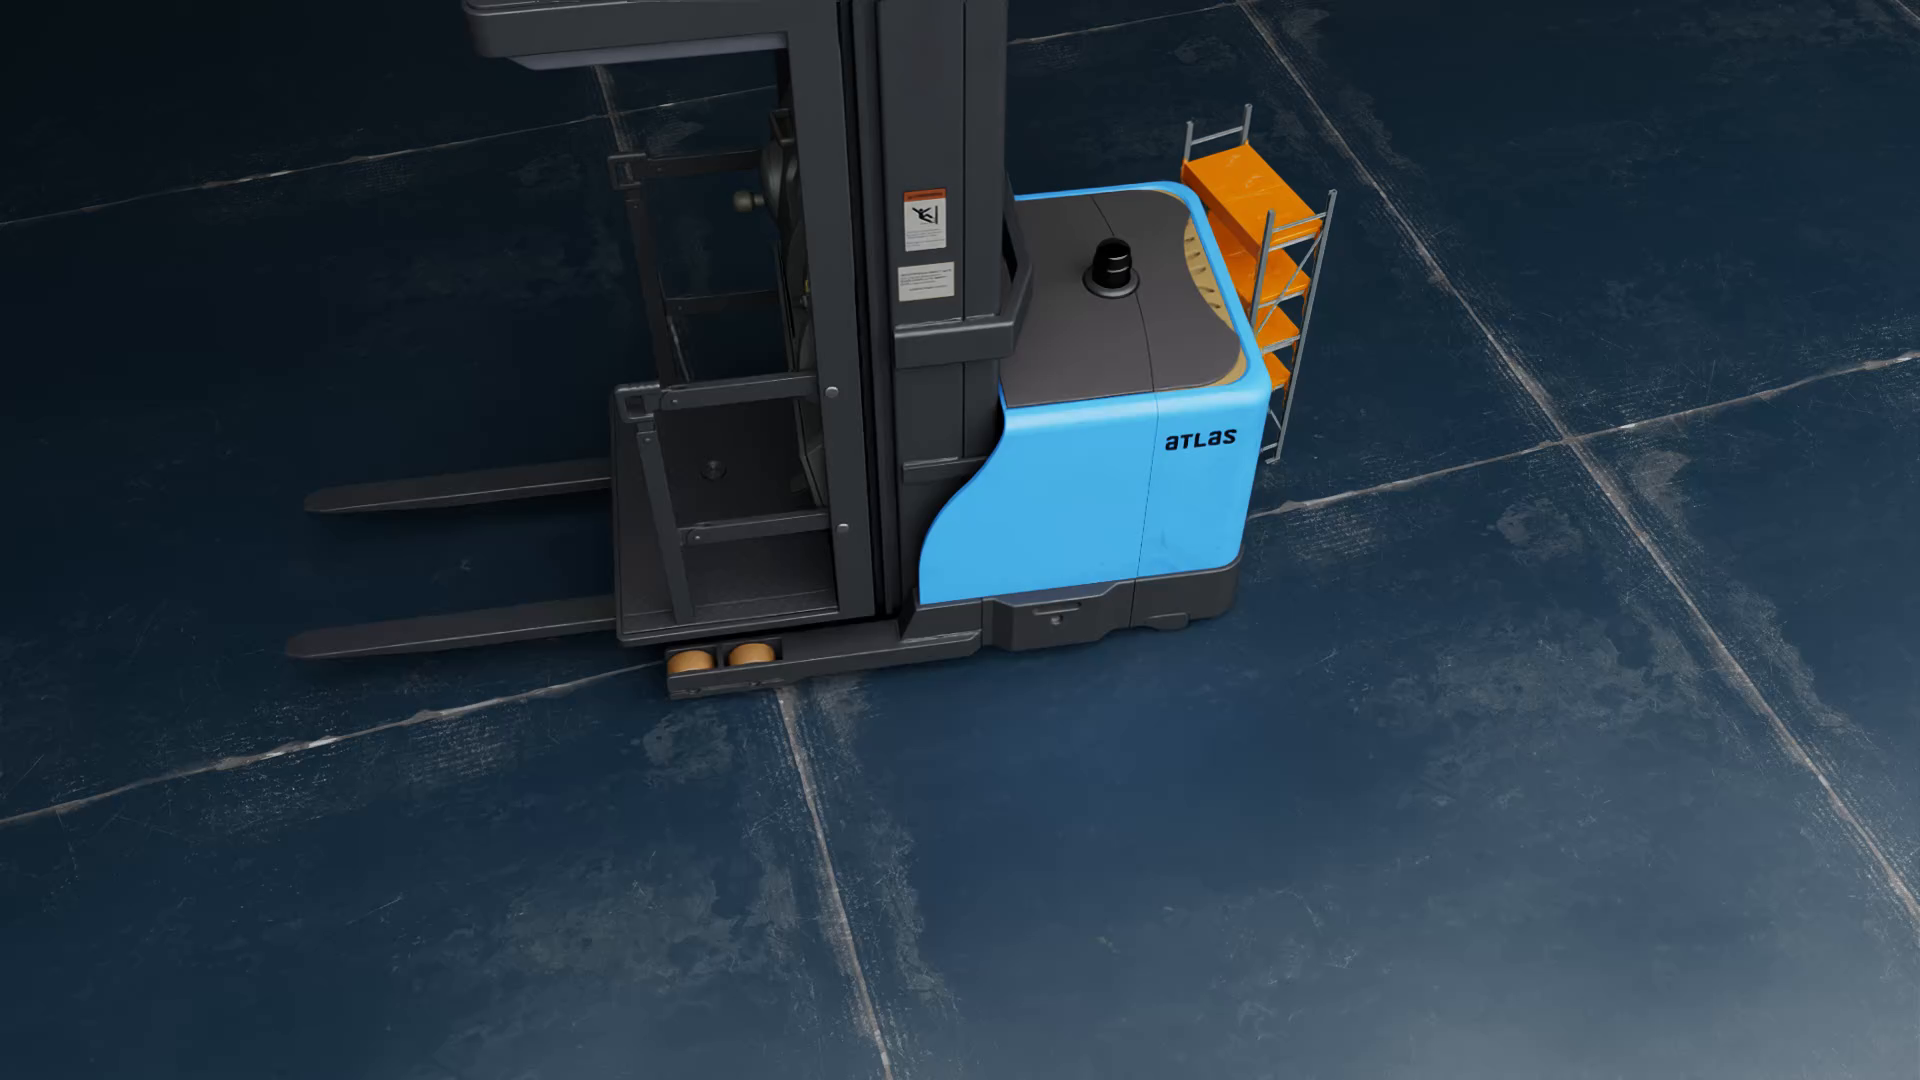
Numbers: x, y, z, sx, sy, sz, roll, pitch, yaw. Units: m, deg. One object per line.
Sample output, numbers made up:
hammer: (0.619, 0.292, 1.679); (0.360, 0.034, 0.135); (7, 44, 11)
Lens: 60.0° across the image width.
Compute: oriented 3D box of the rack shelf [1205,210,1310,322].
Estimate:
rack shelf: (0.936, -0.912, 5.530); (0.258, 0.148, 0.480); (-20, 53, -16)

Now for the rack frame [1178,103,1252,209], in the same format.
rack frame: (0.832, -0.980, 5.791); (0.240, 1.200, 0.015); (-20, 53, -16)

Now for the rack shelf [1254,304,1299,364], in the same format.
rack shelf: (0.936, -0.768, 5.701); (0.258, 0.148, 0.480); (-20, 53, -16)

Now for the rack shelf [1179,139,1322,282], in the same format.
rack shelf: (0.936, -1.065, 5.349); (0.258, 0.148, 0.480); (-20, 53, -16)

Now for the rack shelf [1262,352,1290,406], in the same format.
rack shelf: (0.936, -0.640, 5.853); (0.258, 0.148, 0.480); (-20, 53, -16)

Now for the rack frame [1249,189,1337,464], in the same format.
rack frame: (1.041, -0.643, 5.507); (0.240, 1.200, 0.015); (-20, 53, -16)

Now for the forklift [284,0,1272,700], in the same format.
forklift: (-0.652, -0.875, 4.571); (3.031, 2.935, 1.130); (-7, 50, -6)

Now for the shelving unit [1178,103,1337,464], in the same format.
shelving unit: (0.936, -0.812, 5.649); (0.258, 1.200, 0.503); (-20, 53, -16)
